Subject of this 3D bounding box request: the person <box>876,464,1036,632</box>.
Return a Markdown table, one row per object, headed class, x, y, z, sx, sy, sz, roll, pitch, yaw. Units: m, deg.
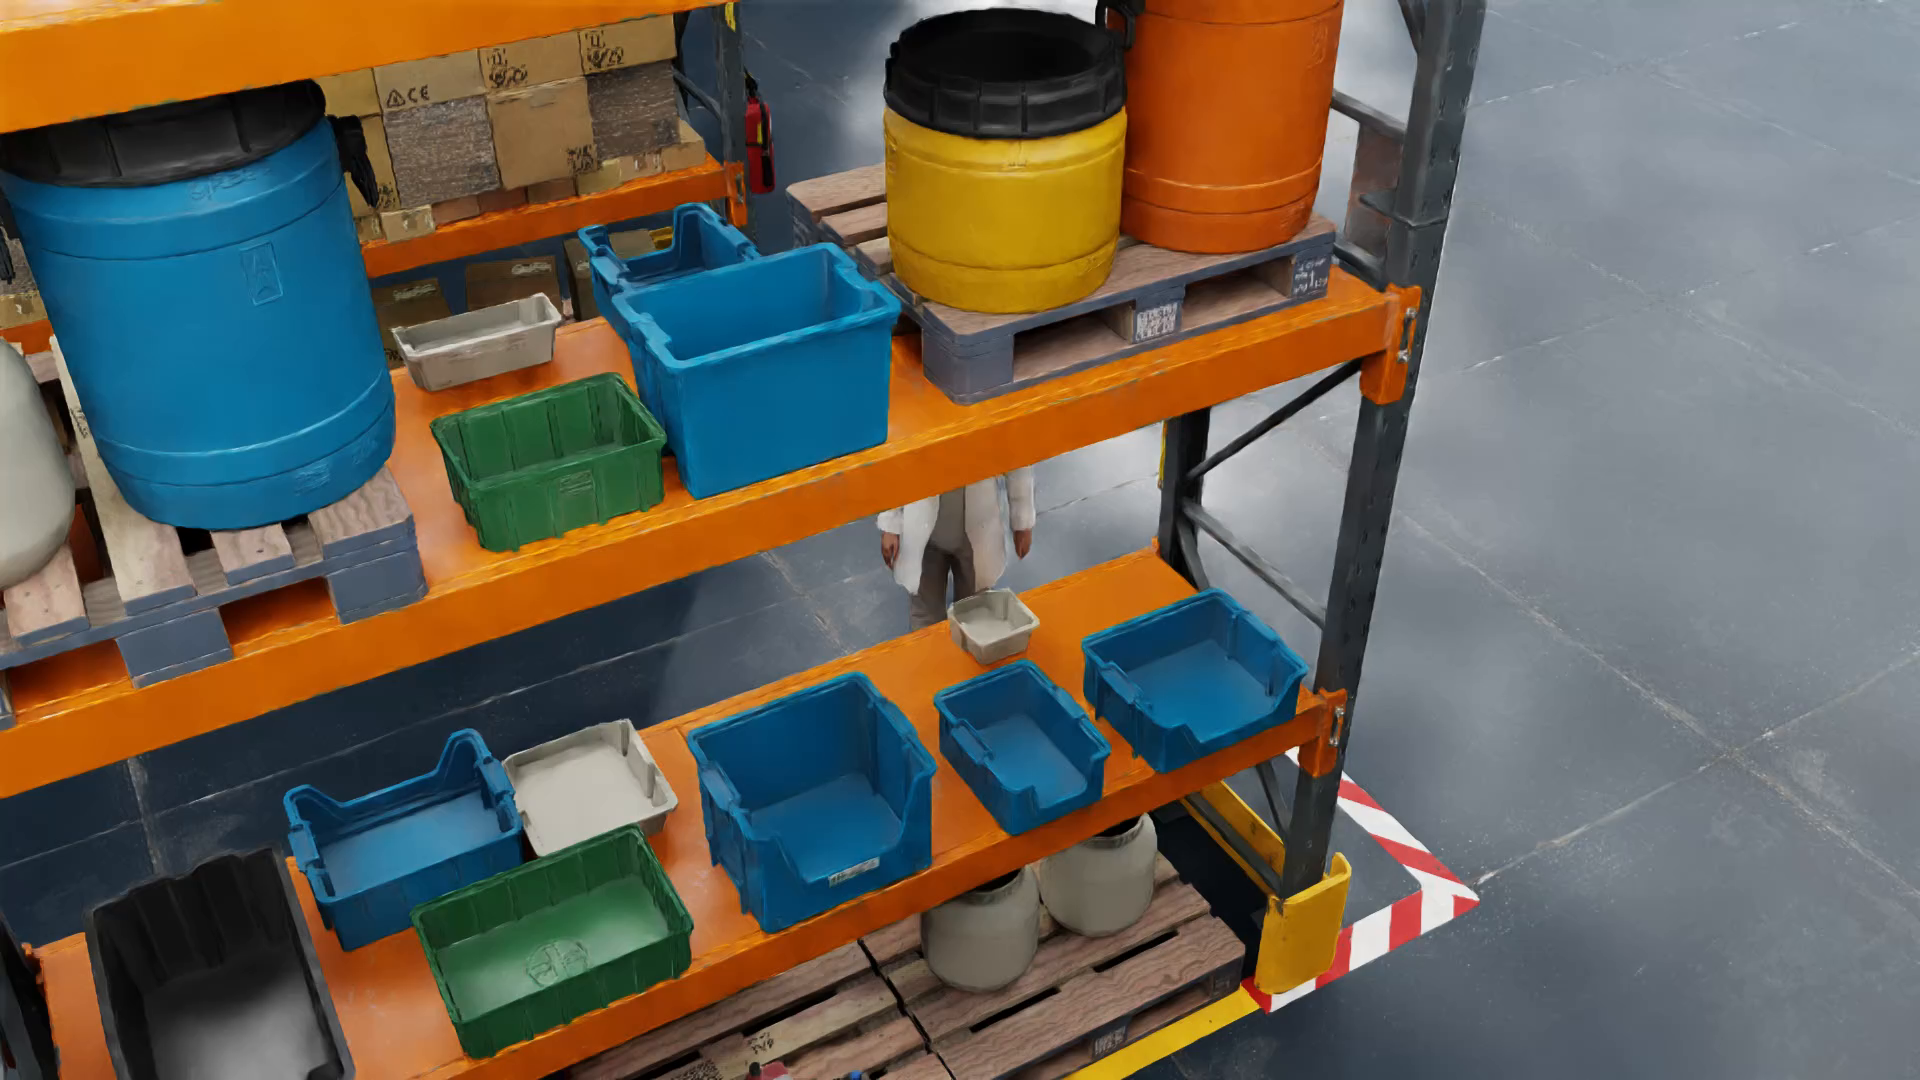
| class | x | y | z | sx | sy | sz | roll | pitch | yaw |
| --- | --- | --- | --- | --- | --- | --- | --- | --- | --- |
| person | -0.011 | -0.013 | 6.916 | 0.672 | 1.783 | 0.478 | -2 | 36 | -2 |
